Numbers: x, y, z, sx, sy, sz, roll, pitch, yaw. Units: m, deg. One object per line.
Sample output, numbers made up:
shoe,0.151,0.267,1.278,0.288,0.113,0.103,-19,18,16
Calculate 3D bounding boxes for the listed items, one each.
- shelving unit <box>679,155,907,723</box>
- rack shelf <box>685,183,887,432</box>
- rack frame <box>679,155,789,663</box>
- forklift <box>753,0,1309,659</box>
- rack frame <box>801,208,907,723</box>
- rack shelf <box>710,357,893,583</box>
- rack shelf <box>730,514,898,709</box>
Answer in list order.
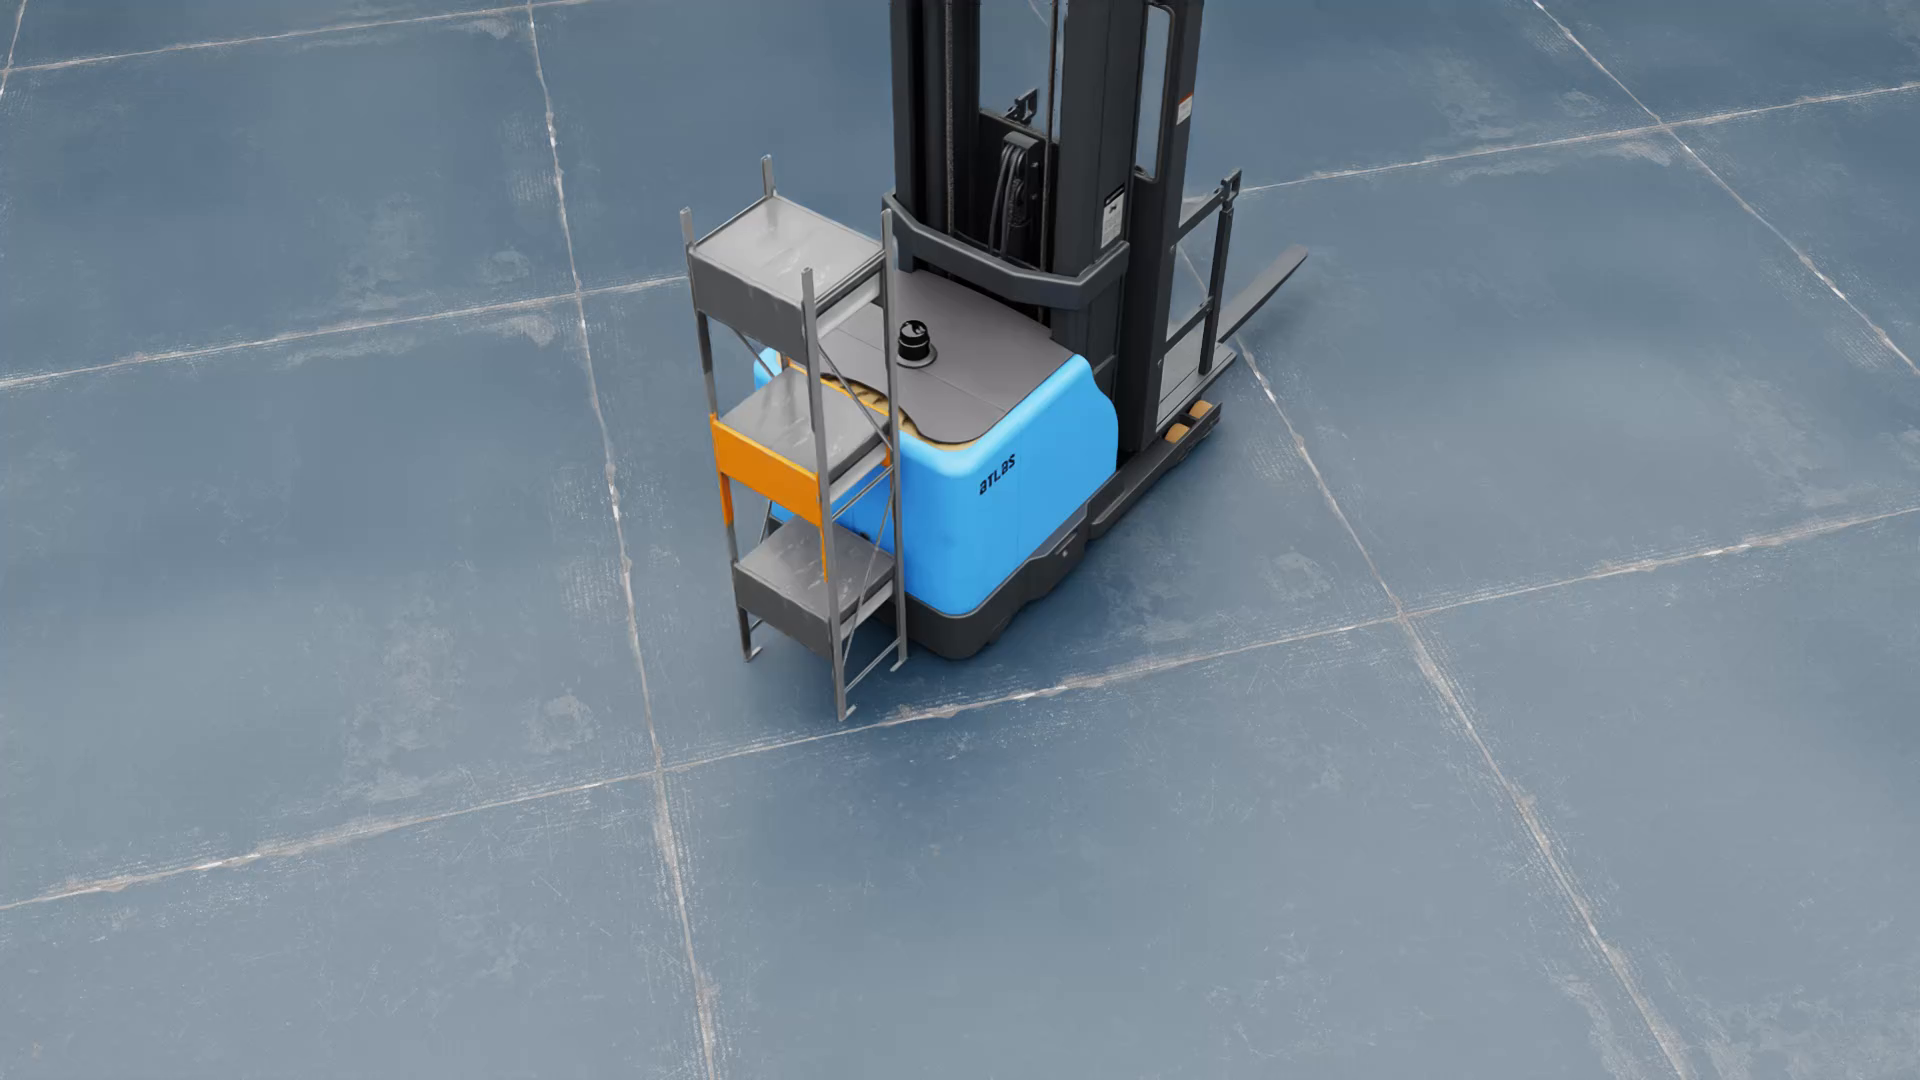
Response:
shelving unit,-0.529,-0.262,5.787,0.503,2.100,0.431,29,52,25
rack shelf,-0.529,-0.742,5.297,0.480,0.518,0.431,29,52,25
rack frame,-0.722,-0.367,5.891,0.015,2.100,0.400,29,52,25
forklift,0.509,-1.569,6.486,1.130,2.935,3.031,29,52,25
rack frame,-0.335,-0.156,5.683,0.015,2.100,0.400,29,52,25
rack shelf,-0.529,-0.252,5.797,0.480,0.518,0.431,29,52,25
rack shelf,-0.529,0.238,6.297,0.480,0.518,0.431,29,52,25
